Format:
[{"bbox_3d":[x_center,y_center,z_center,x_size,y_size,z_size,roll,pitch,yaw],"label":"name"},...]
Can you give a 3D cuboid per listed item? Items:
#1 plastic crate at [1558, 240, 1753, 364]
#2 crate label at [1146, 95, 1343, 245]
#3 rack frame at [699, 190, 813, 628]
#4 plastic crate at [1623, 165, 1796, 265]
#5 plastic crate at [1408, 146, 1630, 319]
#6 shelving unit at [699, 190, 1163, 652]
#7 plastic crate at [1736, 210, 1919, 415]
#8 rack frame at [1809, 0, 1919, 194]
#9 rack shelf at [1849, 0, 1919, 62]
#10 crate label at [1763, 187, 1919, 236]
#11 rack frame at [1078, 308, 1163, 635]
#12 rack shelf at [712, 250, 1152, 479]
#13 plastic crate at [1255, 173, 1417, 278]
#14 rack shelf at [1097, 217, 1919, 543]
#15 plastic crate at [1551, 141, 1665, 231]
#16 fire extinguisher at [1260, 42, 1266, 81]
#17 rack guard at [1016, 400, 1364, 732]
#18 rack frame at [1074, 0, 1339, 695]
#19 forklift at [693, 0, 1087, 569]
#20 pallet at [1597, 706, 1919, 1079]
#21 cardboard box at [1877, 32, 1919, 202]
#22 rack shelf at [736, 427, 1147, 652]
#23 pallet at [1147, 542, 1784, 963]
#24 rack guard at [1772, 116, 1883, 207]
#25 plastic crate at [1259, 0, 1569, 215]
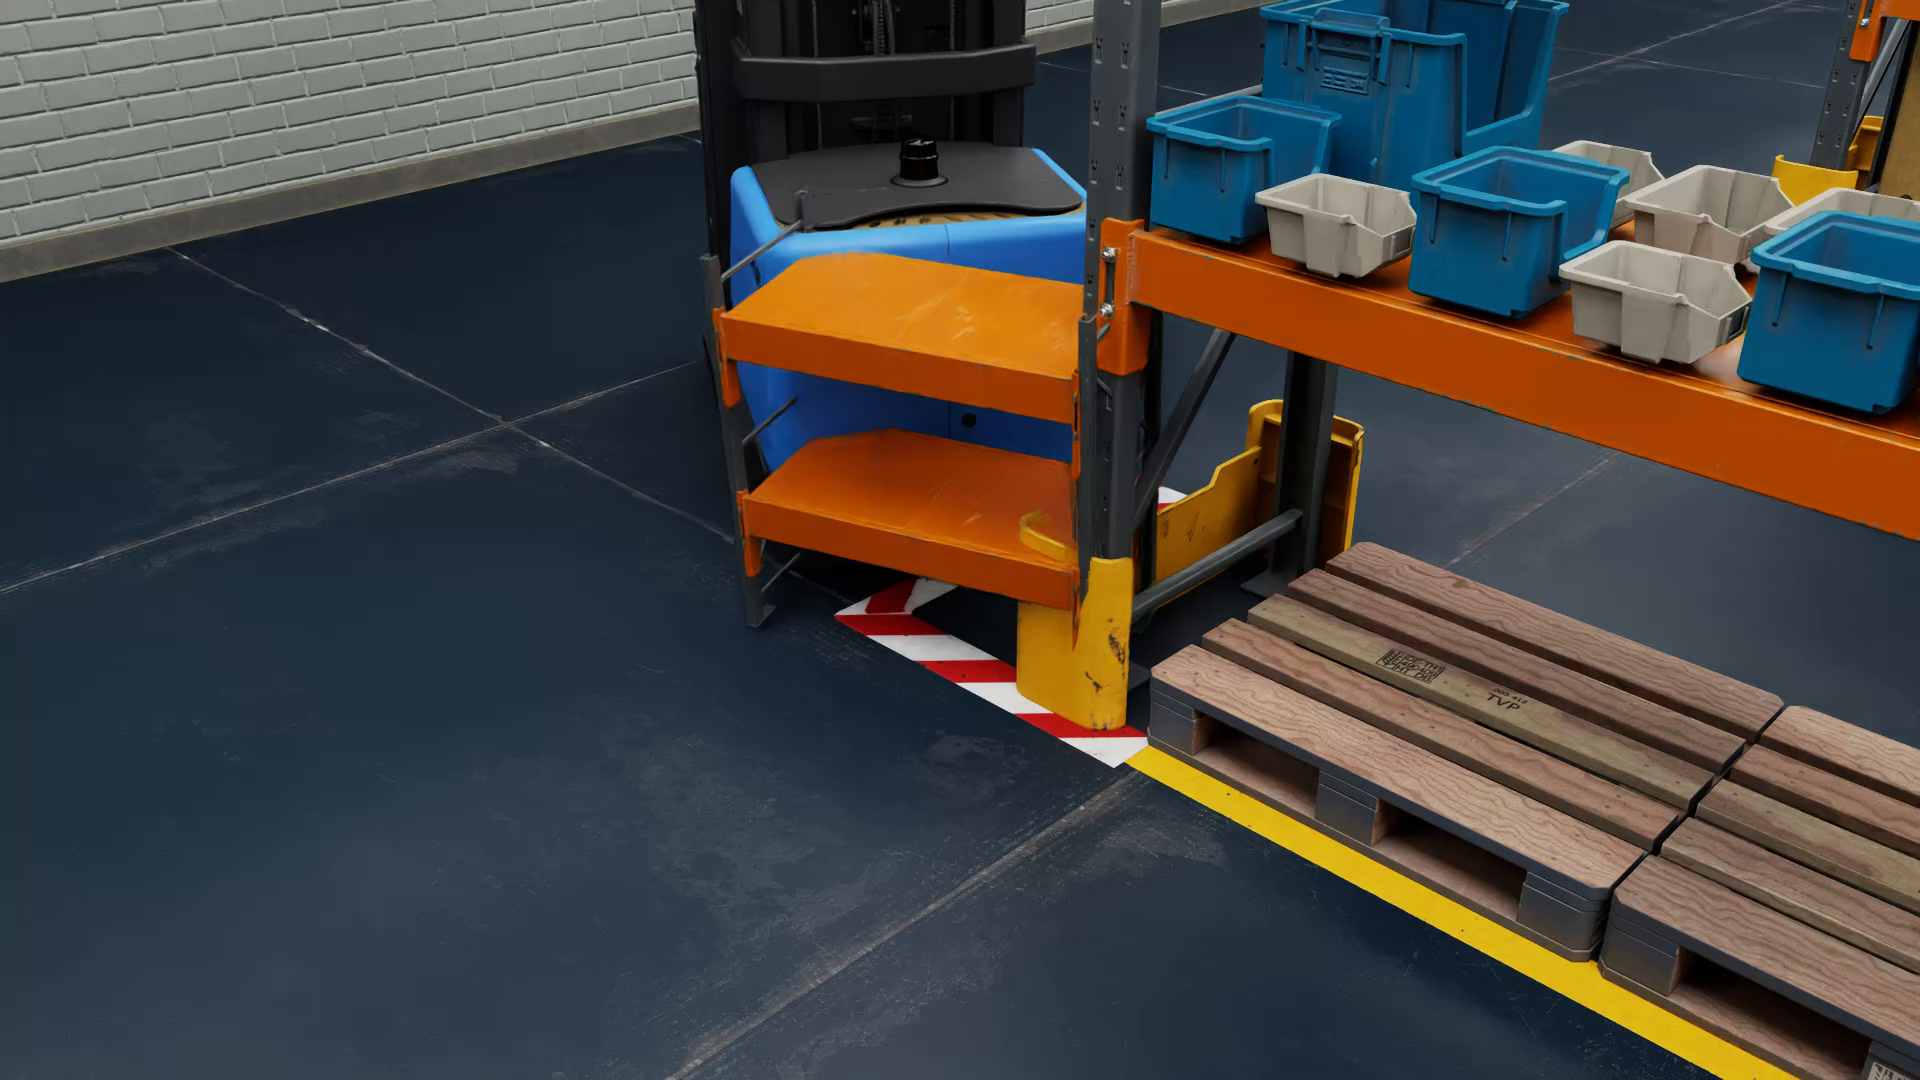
[{"bbox_3d":[1.283,-0.430,3.065,0.298,0.136,0.250,25,36,38],"label":"plastic crate"},{"bbox_3d":[0.629,-0.827,3.714,0.303,0.233,0.416,25,36,38],"label":"crate label"},{"bbox_3d":[-0.506,-0.350,4.626,0.032,1.125,0.500,13,36,23],"label":"rack frame"},{"bbox_3d":[1.588,-0.668,3.517,0.243,0.136,0.396,25,36,38],"label":"plastic crate"},{"bbox_3d":[1.098,-0.612,3.306,0.300,0.233,0.416,25,36,38],"label":"plastic crate"},{"bbox_3d":[-0.049,-0.246,4.430,1.048,1.125,0.538,13,36,23],"label":"shelving unit"},{"bbox_3d":[1.568,-0.397,2.897,0.300,0.233,0.416,25,36,38],"label":"plastic crate"},{"bbox_3d":[4.156,-2.708,7.176,0.127,3.000,1.000,25,36,38],"label":"rack frame"},{"bbox_3d":[5.582,-1.737,6.103,4.000,0.370,1.077,25,36,38],"label":"rack shelf"},{"bbox_3d":[1.804,-0.586,3.360,0.243,0.136,0.396,25,36,38],"label":"crate label"},{"bbox_3d":[0.409,-0.142,4.234,0.032,1.125,0.500,13,36,23],"label":"rack frame"},{"bbox_3d":[-0.060,-0.492,4.273,1.000,0.278,0.538,13,36,23],"label":"rack shelf"},{"bbox_3d":[0.799,-0.652,3.485,0.298,0.136,0.250,25,36,38],"label":"plastic crate"},{"bbox_3d":[2.110,-0.093,2.977,4.000,0.370,1.077,25,36,38],"label":"rack shelf"},{"bbox_3d":[1.392,-0.768,3.706,0.243,0.136,0.396,25,36,38],"label":"plastic crate"},{"bbox_3d":[0.894,-1.065,4.536,0.183,0.674,0.296,25,36,38],"label":"fire extinguisher"},{"bbox_3d":[0.657,0.039,4.639,0.348,0.500,1.175,25,36,38],"label":"rack guard"},{"bbox_3d":[0.683,-1.064,4.050,0.127,3.000,1.000,25,36,38],"label":"rack frame"},{"bbox_3d":[-0.379,-1.879,5.675,1.130,2.935,3.031,-6,28,-12],"label":"forklift"},{"bbox_3d":[2.110,0.850,3.406,1.213,0.211,1.003,25,36,38],"label":"pallet"},{"bbox_3d":[4.668,-1.771,7.226,0.875,0.875,0.875,25,36,38],"label":"cardboard box"},{"bbox_3d":[-0.039,-0.040,4.562,1.000,0.278,0.538,13,36,23],"label":"rack shelf"},{"bbox_3d":[1.244,0.452,4.163,1.213,0.211,1.003,25,36,38],"label":"pallet"},{"bbox_3d":[4.139,-1.609,7.773,0.348,0.500,1.175,25,36,38],"label":"rack guard"},{"bbox_3d":[1.053,-1.059,3.938,0.499,0.435,0.616,25,36,38],"label":"plastic crate"}]
